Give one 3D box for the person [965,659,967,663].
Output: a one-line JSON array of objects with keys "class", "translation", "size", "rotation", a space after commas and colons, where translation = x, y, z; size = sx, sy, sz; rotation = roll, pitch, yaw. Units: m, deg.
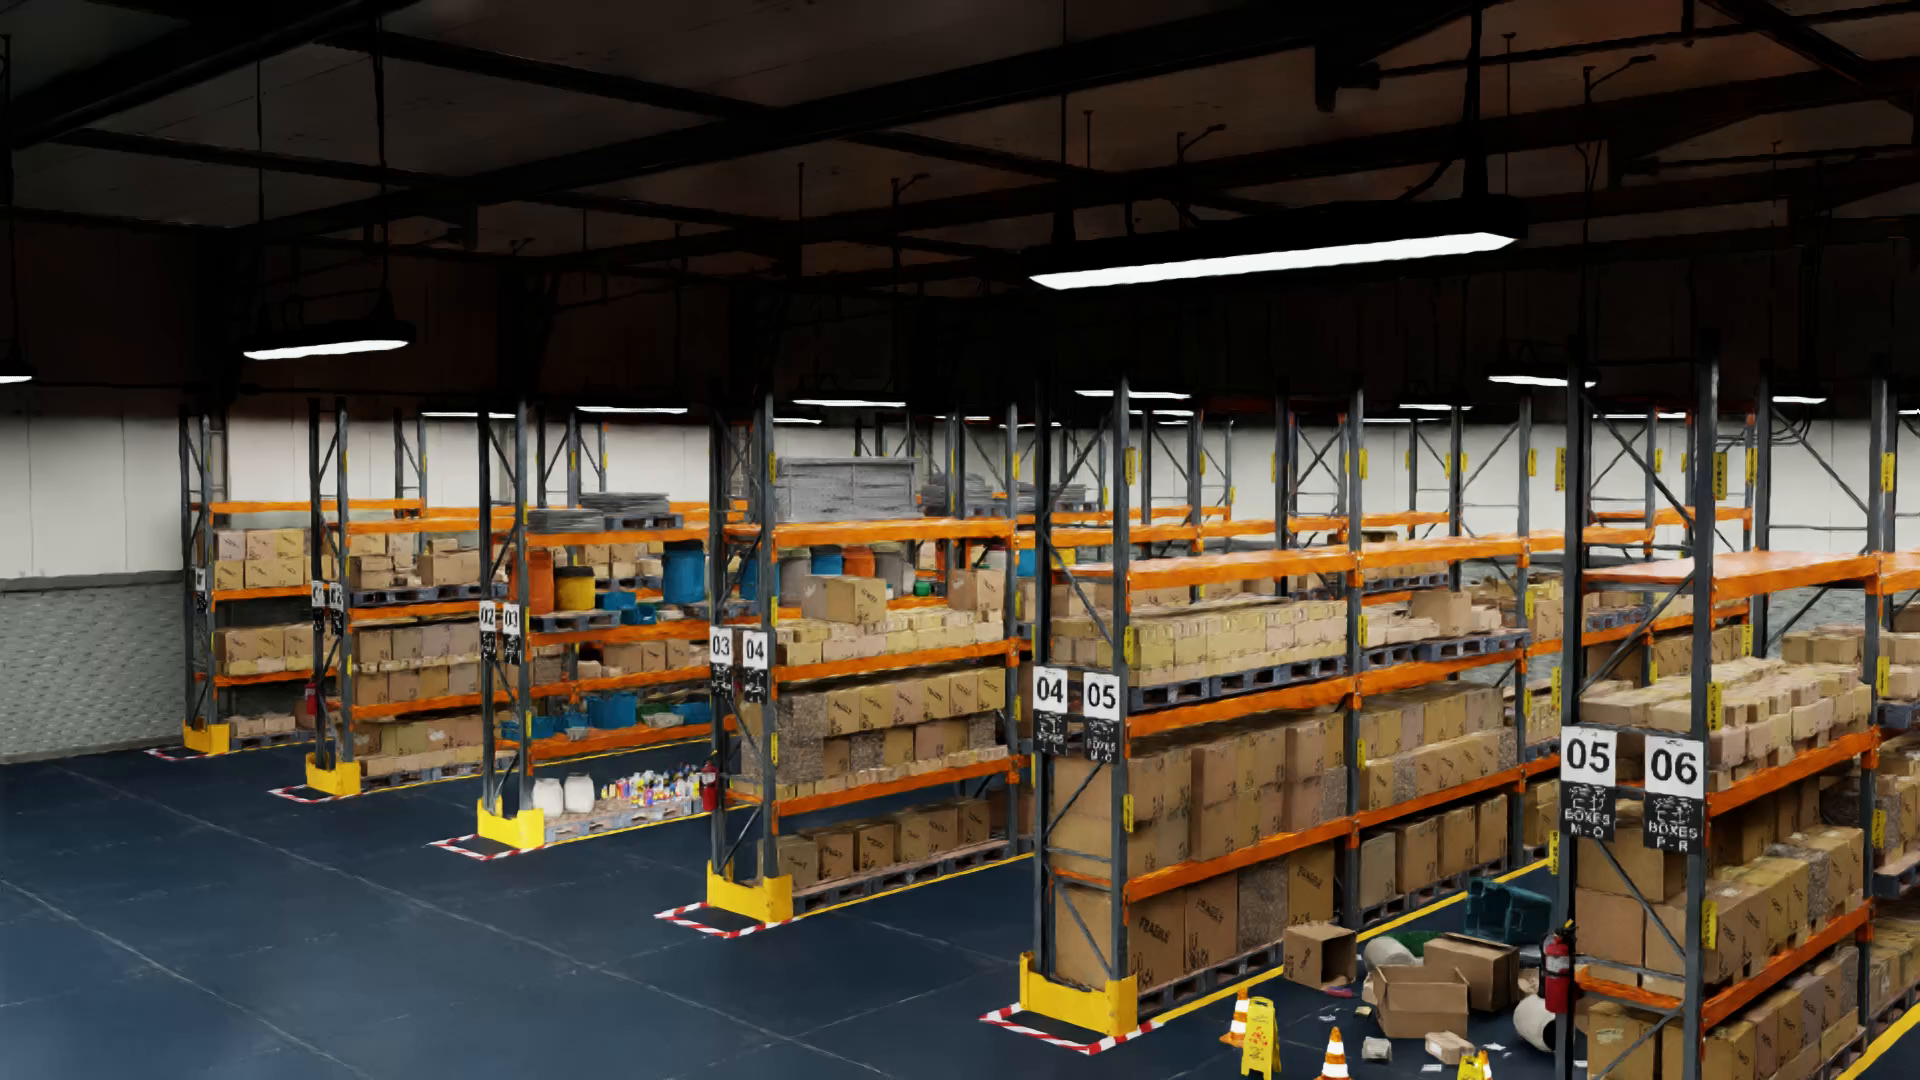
[{"class": "person", "translation": [0.016, 2.743, 30.927], "size": [0.592, 1.604, 0.518], "rotation": [3, 4, 41]}]
